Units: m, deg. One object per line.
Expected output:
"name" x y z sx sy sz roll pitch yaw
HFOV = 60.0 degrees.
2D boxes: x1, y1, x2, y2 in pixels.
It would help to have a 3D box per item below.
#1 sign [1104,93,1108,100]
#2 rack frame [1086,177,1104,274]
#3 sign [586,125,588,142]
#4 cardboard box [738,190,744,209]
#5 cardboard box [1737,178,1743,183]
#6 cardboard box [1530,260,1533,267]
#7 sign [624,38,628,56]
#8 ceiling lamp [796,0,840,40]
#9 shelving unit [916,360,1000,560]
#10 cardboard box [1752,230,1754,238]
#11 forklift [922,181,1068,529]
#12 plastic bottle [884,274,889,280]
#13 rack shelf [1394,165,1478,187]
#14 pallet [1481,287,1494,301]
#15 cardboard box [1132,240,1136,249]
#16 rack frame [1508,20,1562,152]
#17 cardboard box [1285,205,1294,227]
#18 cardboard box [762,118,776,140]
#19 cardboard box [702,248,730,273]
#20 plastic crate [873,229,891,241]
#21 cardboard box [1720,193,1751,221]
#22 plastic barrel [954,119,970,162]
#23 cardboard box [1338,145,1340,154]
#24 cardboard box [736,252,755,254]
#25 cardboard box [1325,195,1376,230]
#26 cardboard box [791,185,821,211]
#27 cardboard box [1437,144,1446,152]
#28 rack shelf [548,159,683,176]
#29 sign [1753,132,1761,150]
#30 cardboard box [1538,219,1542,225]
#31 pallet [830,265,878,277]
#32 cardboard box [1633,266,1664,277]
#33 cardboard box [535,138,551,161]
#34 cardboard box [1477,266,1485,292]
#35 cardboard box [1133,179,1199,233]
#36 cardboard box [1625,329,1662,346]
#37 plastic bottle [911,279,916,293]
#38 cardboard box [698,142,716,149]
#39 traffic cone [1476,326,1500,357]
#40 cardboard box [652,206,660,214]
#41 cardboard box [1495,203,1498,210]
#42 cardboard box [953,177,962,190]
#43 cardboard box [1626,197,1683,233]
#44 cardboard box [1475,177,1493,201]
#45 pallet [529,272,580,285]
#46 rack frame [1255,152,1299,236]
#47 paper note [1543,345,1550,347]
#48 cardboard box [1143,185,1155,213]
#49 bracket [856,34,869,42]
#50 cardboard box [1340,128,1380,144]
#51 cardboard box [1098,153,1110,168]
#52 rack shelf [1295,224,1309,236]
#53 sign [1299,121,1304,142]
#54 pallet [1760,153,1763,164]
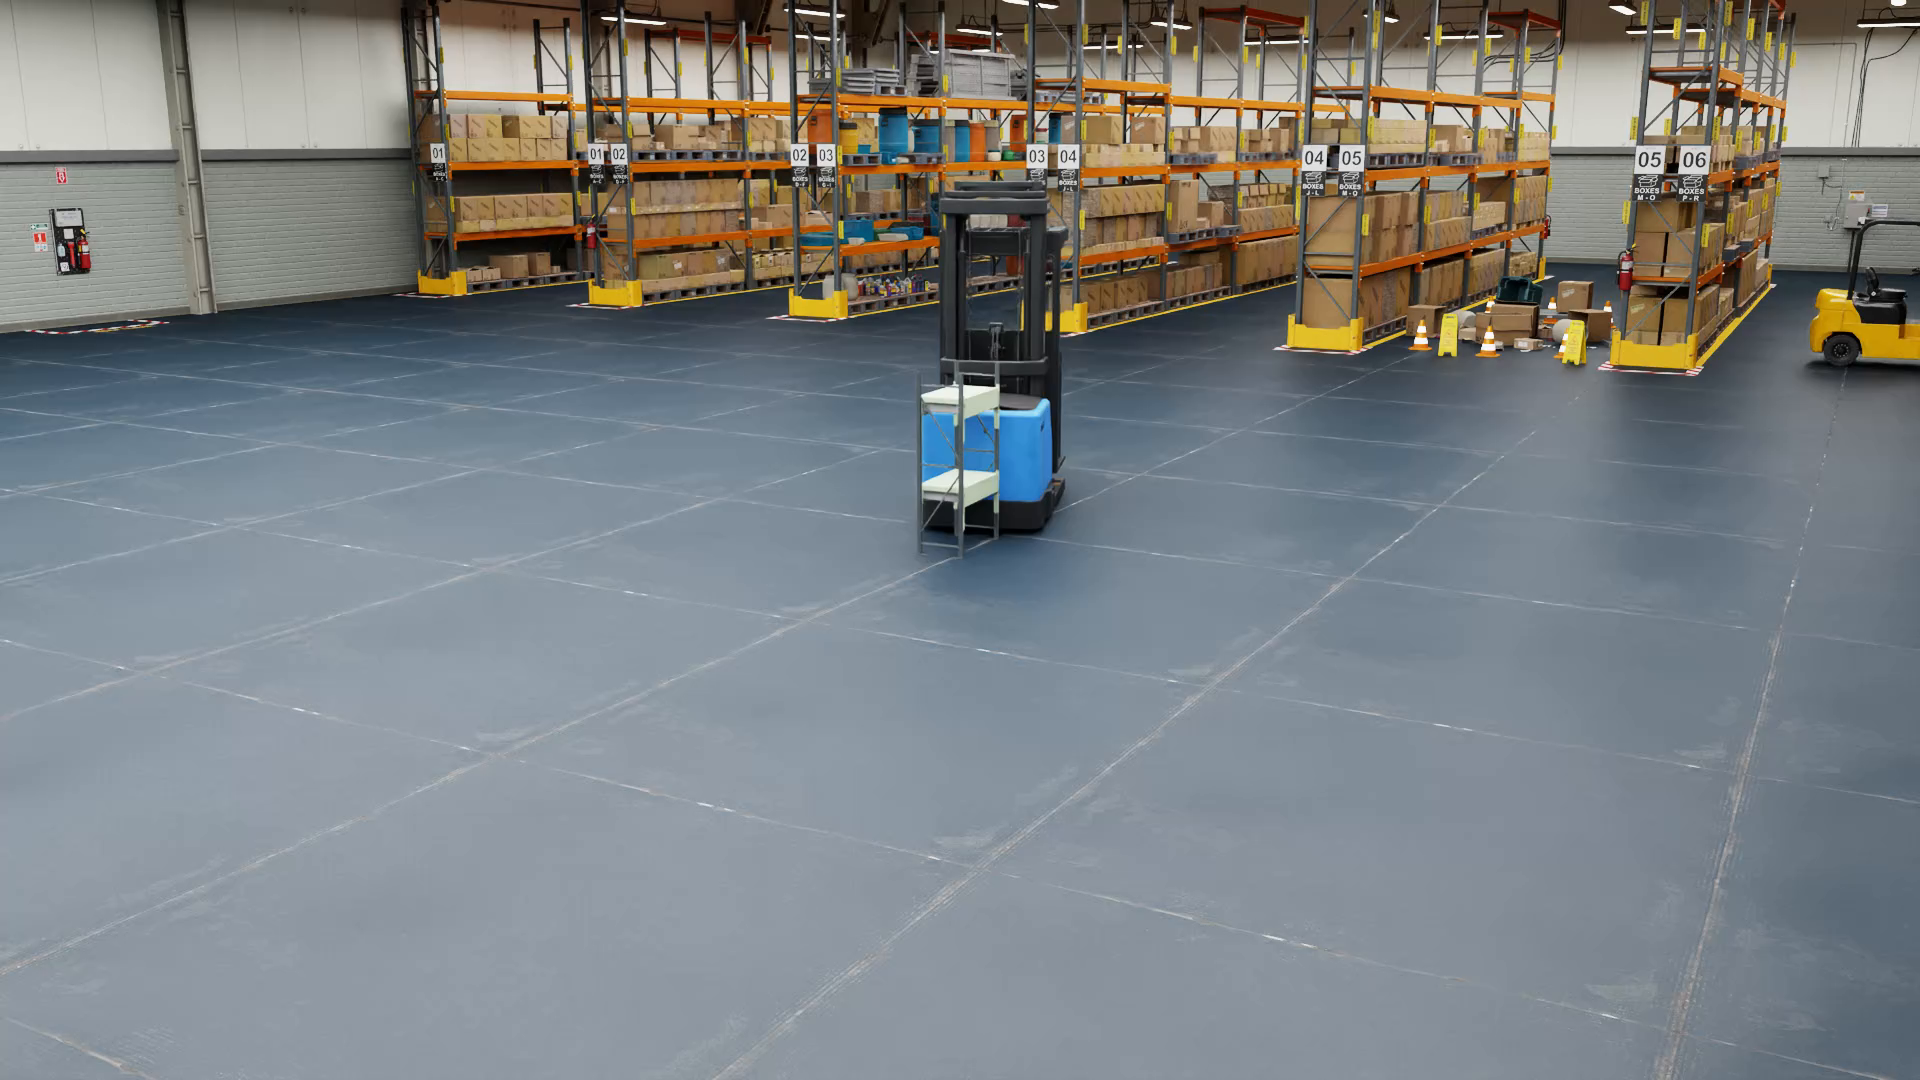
"sign" 3.576 -10.945 40.679 0.100 0.325 0.005 7 15 28
"rack frame" 3.095 -8.193 41.617 1.000 3.000 0.127 7 15 28
"sign" -7.509 -8.207 33.557 0.100 0.325 0.005 7 15 28
"cardboard box" -6.068 -9.187 44.851 0.500 0.500 0.500 7 15 28
"cardboard box" 16.986 -7.874 36.562 0.380 0.149 0.250 8 15 29
"cardboard box" 13.403 -6.585 39.500 0.380 0.149 0.250 7 15 26
"sign" -6.557 -9.676 32.639 0.100 0.325 0.005 7 15 28
"ceiling lamp" -3.525 -14.580 42.857 0.800 3.185 2.000 7 15 28
"shelving unit" -0.010 -0.666 13.594 0.431 1.500 0.755 6 15 23
"cardboard box" 15.602 -6.110 33.296 0.500 0.250 0.500 7 15 27
"forklift" 0.399 -1.810 15.288 1.130 2.935 3.031 2 14 9
"plastic bottle" -1.526 -5.359 34.576 0.144 0.351 0.185 8 16 30
"rack shelf" 8.823 -6.927 31.499 1.077 0.370 4.000 7 15 28
"pallet" 10.760 -5.282 35.494 1.003 0.211 1.213 7 15 28
"cardboard box" 3.069 -5.540 31.149 0.380 0.149 0.250 7 15 28
"rack frame" 13.658 -10.786 39.574 1.000 3.000 0.127 7 15 28
"cardboard box" 7.444 -7.554 38.752 0.500 0.500 0.500 7 15 28
"cardboard box" -4.519 -9.309 37.671 0.500 0.500 0.500 9 16 33
"cardboard box" -5.391 -6.124 36.408 0.500 0.500 0.500 7 15 28
"plastic crate" -1.676 -6.202 33.812 0.450 0.188 0.662 7 15 28
"cardboard box" 14.625 -6.297 31.404 0.500 0.500 0.500 7 15 26
"plastic barrel" -0.084 -8.651 36.047 0.600 0.901 0.708 7 15 28
"cardboard box" 6.033 -6.387 27.153 0.380 0.149 0.250 8 16 29
"cardboard box" -4.916 -6.477 38.273 0.500 0.311 0.500 8 16 30
"cardboard box" 6.321 -5.380 27.325 0.875 0.550 0.550 7 15 28
"cardboard box" -4.600 -9.870 47.934 0.980 0.700 0.700 7 15 25
"cardboard box" 8.762 -7.255 30.752 0.380 0.149 0.250 7 15 28
"rack shelf" -8.478 -9.193 40.900 1.077 0.370 4.000 7 15 28
"sign" 14.646 -7.336 30.559 0.100 0.325 0.005 7 15 28
"cardboard box" 13.747 -7.649 39.896 0.380 0.149 0.250 7 15 28
"pallet" -2.779 -6.728 41.489 1.003 0.211 1.213 7 15 28
"cardboard box" 10.298 -4.026 24.869 0.380 0.149 0.250 8 16 30
"cardboard box" -9.728 -8.957 38.129 0.500 0.500 0.500 6 15 23
"cardboard box" 10.595 -5.437 34.624 0.500 0.500 0.500 8 15 29
"cardboard box" 4.070 -6.633 32.972 1.000 1.000 1.000 7 15 28
"cardboard box" 10.472 -3.116 25.528 0.500 0.250 0.500 7 15 28
"plastic bottle" -0.966 -5.203 34.071 0.061 0.283 0.133 9 16 32
"cardboard box" -5.450 -8.443 35.598 0.380 0.149 0.250 7 15 28
"traffic cone" 8.247 -3.104 25.922 0.336 0.463 0.334 7 15 28
"cardboard box" -6.415 -6.819 34.319 0.380 0.149 0.250 7 15 28
"cardboard box" 11.318 -7.154 35.678 0.380 0.149 0.250 7 15 28
"cardboard box" -0.267 -9.566 44.965 0.500 0.500 0.500 7 15 26
"cardboard box" 10.361 -4.856 24.794 0.700 0.500 0.500 7 15 27
"cardboard box" 11.714 -7.855 37.236 0.500 0.500 0.500 7 15 26
"pallet" -9.739 -6.177 39.204 1.003 0.211 1.213 7 15 28
"rack frame" 7.431 -7.632 39.290 1.000 3.000 0.127 7 15 28
"paper note" 9.561 -3.175 27.162 0.142 0.019 0.148 -12 18 -40
"cardboard box" 3.346 -6.444 31.379 0.500 0.500 0.500 7 15 28
"bracket" -2.986 -15.329 50.736 0.235 0.232 0.430 7 15 28
"cardboard box" 6.381 -6.440 26.521 0.500 0.250 0.500 7 15 28
"cardboard box" 2.333 -6.731 29.474 0.500 0.250 0.500 7 15 27
"rack shelf" 8.398 -7.692 41.076 1.077 0.370 4.000 7 15 28
"sign" 5.455 -6.502 26.481 0.100 0.325 0.005 7 15 28
"pallet" 15.706 -7.681 33.500 0.805 0.209 1.217 7 15 26
